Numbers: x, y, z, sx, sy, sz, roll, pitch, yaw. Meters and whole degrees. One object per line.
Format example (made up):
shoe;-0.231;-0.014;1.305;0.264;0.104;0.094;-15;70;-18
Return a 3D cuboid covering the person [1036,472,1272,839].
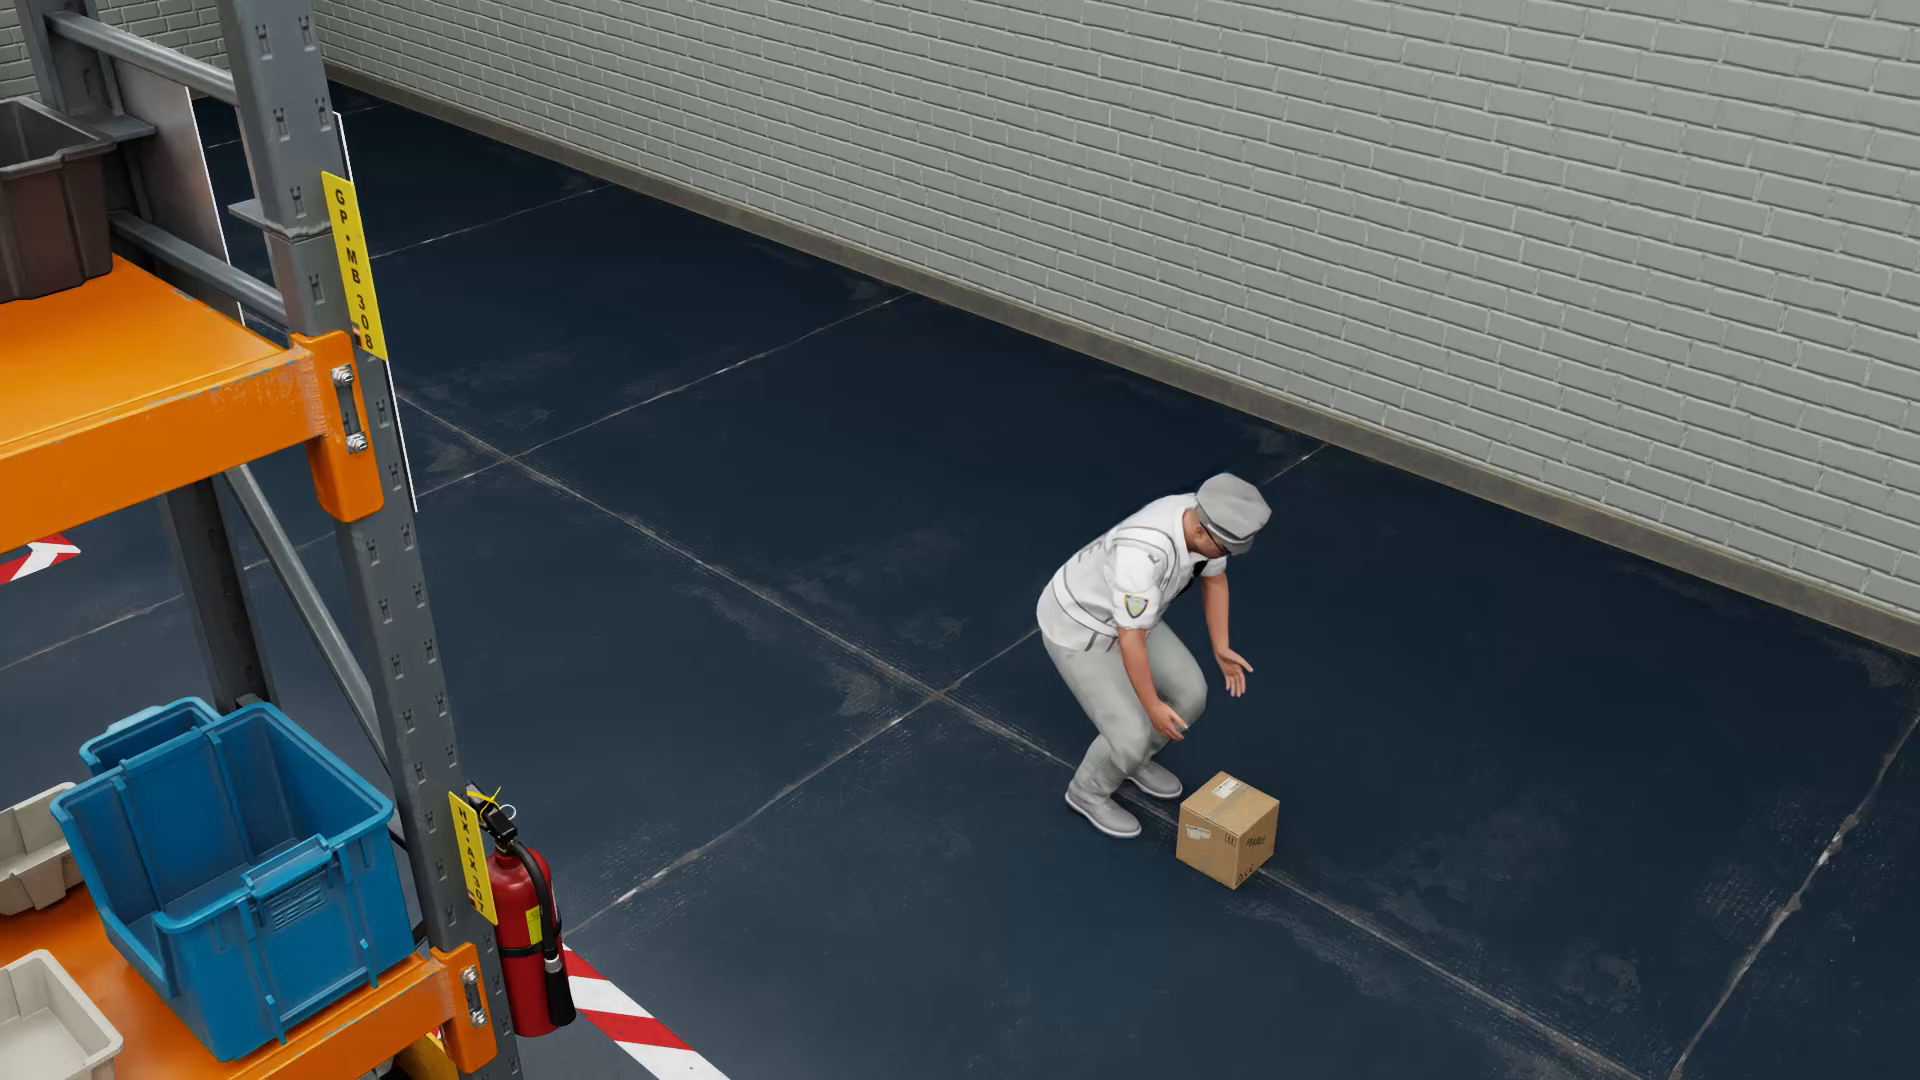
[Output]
person;0.670;0.357;5.847;0.792;1.439;0.590;25;39;35
